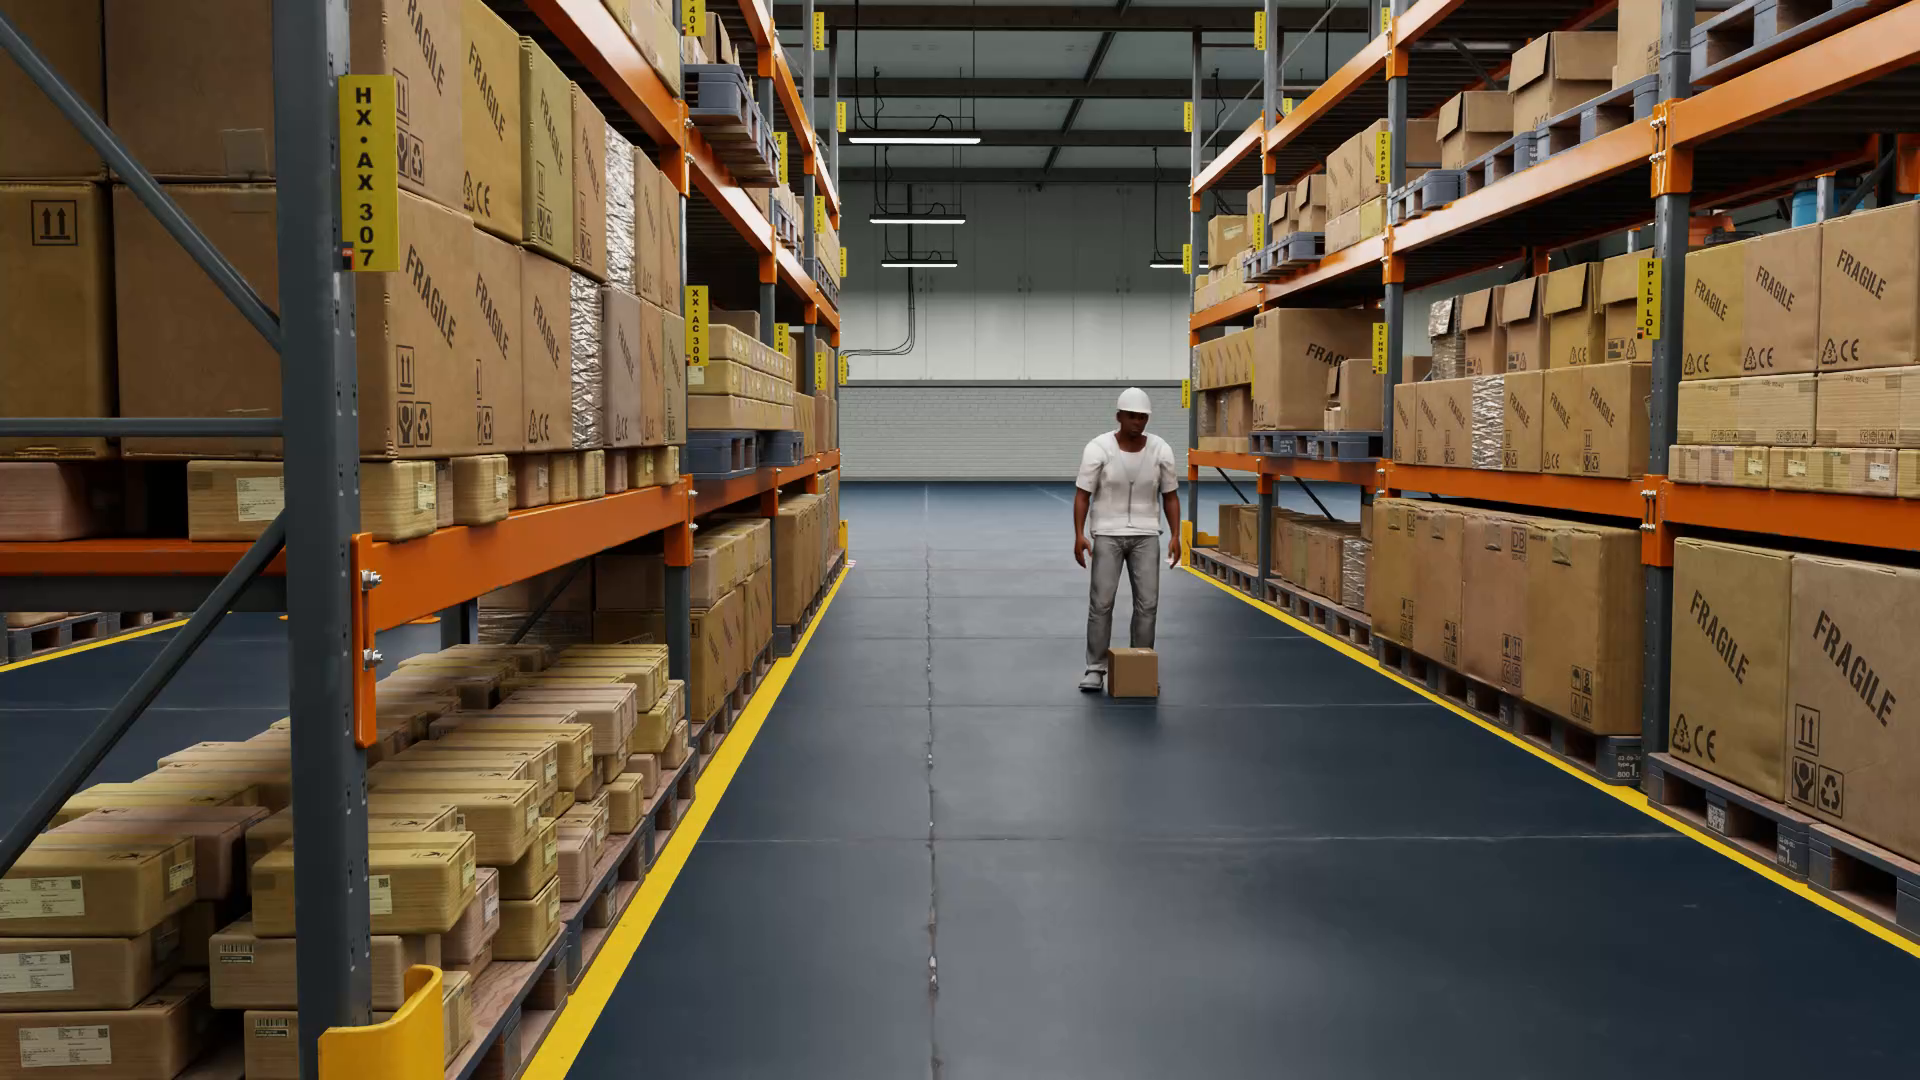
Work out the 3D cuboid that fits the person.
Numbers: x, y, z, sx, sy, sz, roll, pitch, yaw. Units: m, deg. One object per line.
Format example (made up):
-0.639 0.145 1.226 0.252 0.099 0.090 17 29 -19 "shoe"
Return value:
0.978 -0.008 9.715 0.638 1.761 0.457 0 4 -3 "person"
